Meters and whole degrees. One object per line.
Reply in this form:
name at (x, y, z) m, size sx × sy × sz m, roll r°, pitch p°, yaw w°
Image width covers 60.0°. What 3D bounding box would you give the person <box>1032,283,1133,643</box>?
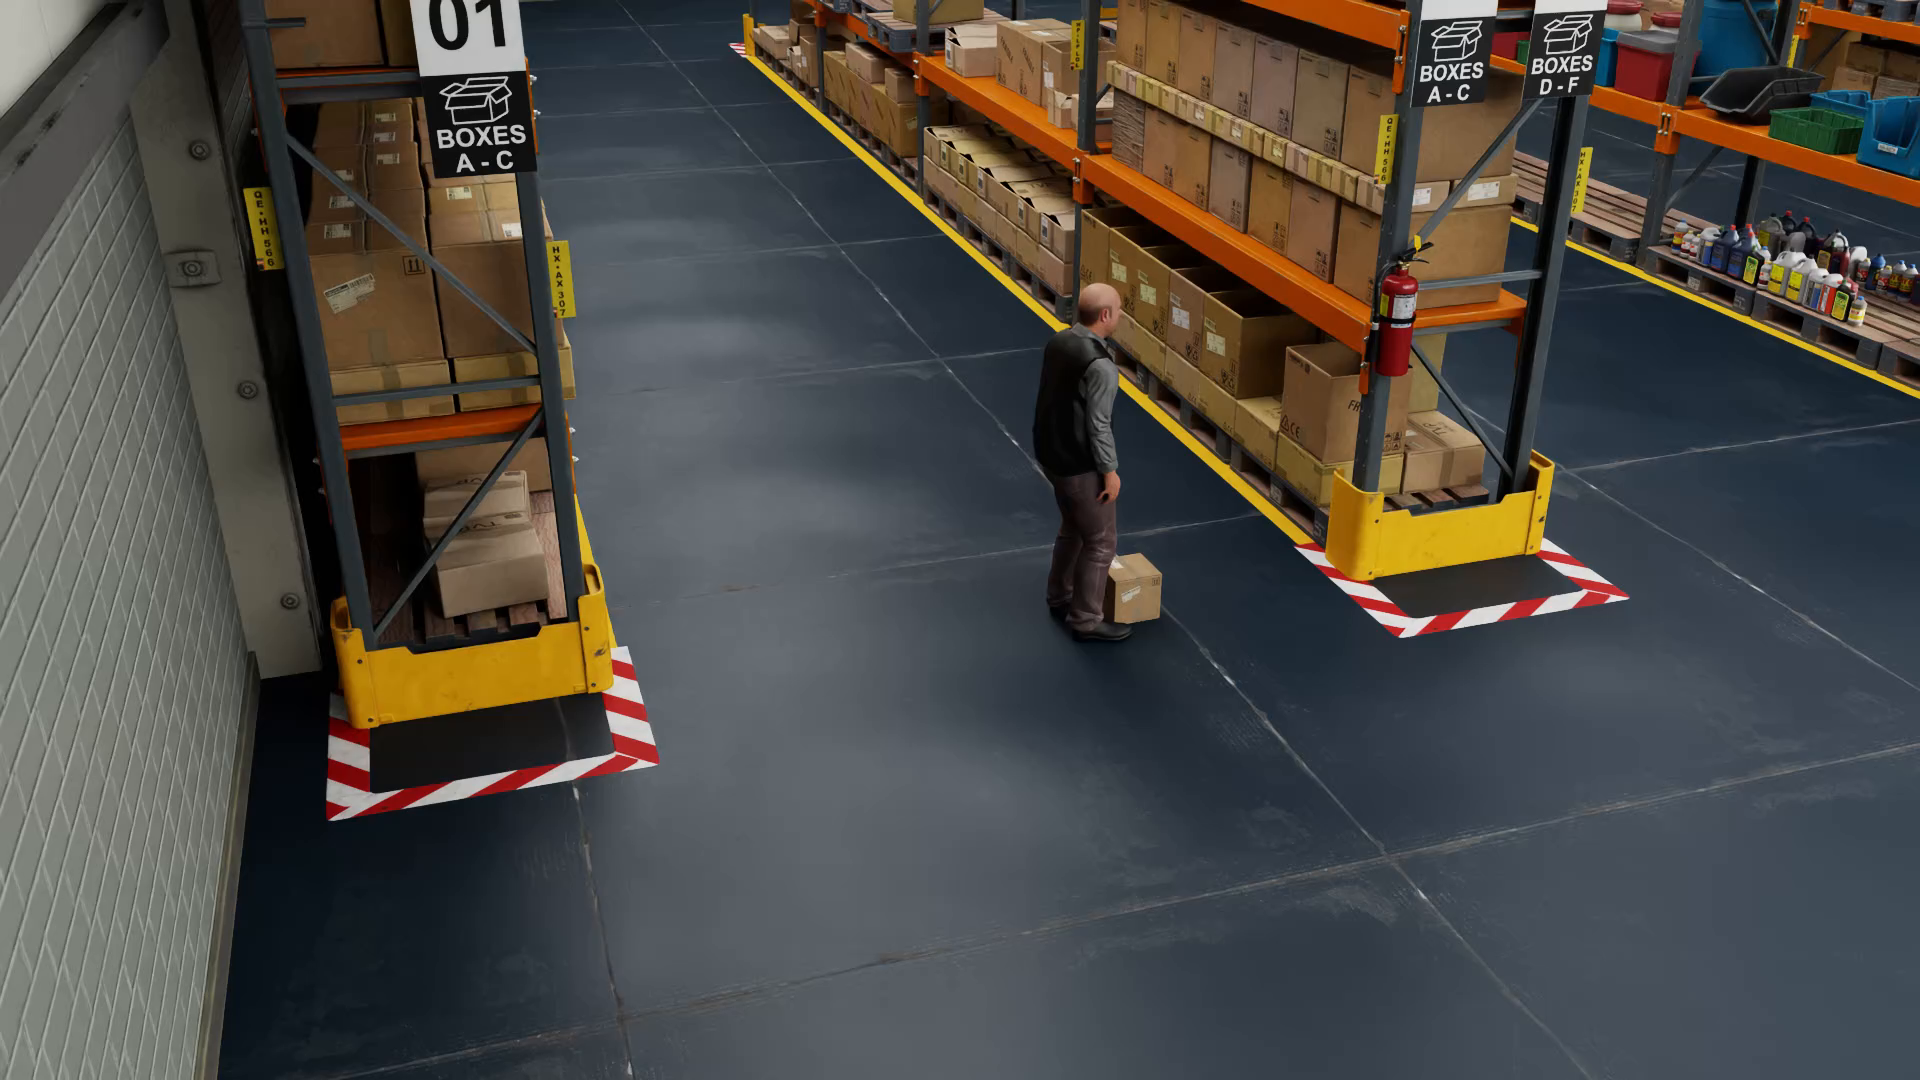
person at (0.569, -0.372, 7.902) m, size 0.425 × 1.717 × 0.581 m, roll -10°, pitch 28°, yaw -19°
